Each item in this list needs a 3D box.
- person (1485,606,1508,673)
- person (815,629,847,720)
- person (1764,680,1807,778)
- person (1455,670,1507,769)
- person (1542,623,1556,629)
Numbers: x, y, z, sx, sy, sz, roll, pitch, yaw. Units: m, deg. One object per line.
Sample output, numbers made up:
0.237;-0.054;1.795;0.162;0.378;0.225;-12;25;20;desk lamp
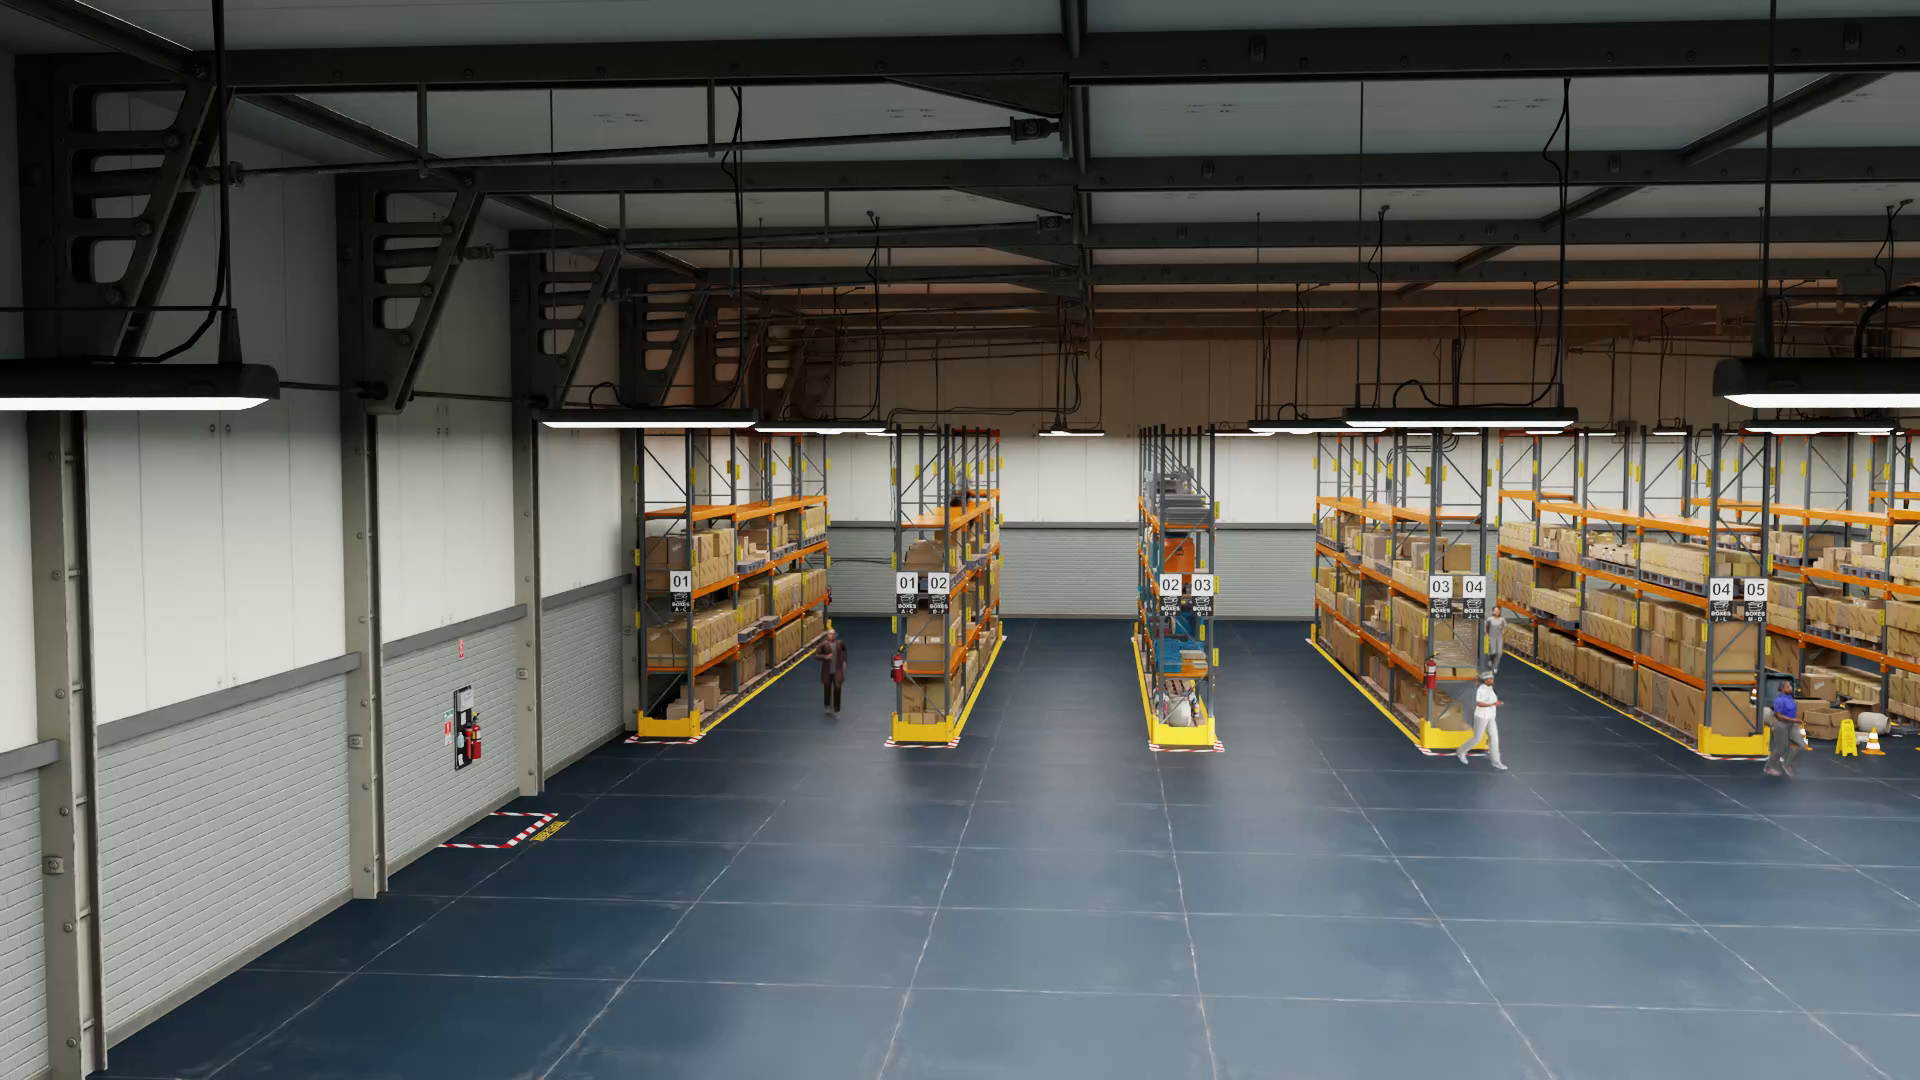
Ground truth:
13.142;2.448;40.792;0.569;1.603;0.562;0;3;7;person
-2.655;2.739;34.249;0.705;1.846;0.898;-1;4;-11;person
13.977;3.197;28.137;0.576;1.653;0.654;-2;4;-34;person
9.094;3.098;28.858;0.586;1.672;0.934;-3;5;-42;person
16.540;2.063;46.700;0.583;1.733;0.687;-3;5;-41;person
